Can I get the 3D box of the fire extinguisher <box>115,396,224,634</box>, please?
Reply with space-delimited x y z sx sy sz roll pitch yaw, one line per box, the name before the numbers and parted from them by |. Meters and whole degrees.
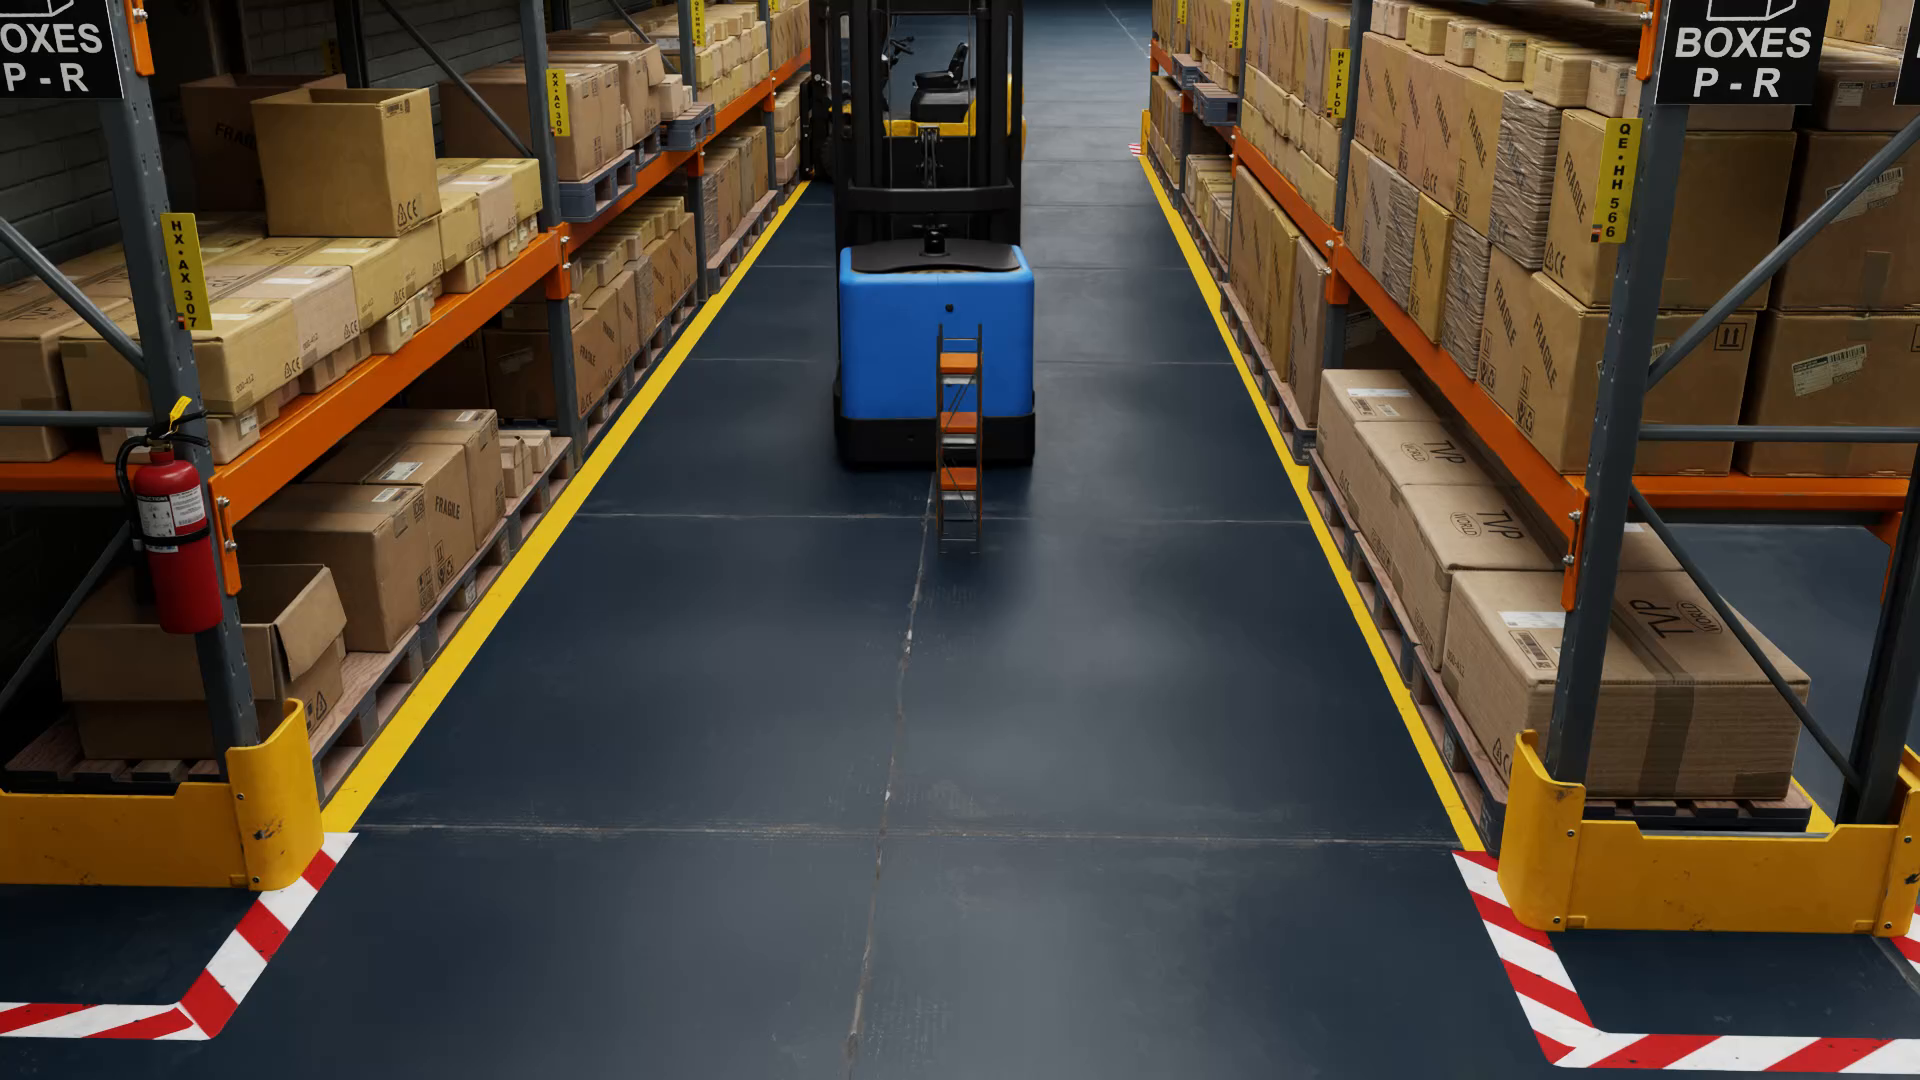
fire extinguisher | -2.222 -0.073 4.692 0.296 0.674 0.183 1 21 2

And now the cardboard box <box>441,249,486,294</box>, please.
cardboard box | -2.300 -1.176 7.261 0.380 0.149 0.250 0 21 1

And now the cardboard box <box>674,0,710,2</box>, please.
cardboard box | -2.607 -5.286 16.060 0.380 0.149 0.250 1 21 2

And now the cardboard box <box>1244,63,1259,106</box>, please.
cardboard box | 2.263 -3.163 11.550 0.500 0.250 0.500 0 21 1

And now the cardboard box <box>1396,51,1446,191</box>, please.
cardboard box | 2.098 -1.710 6.768 0.500 0.500 0.500 1 21 3

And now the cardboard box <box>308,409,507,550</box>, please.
cardboard box | -2.470 -0.275 7.467 0.700 0.500 0.500 0 21 0

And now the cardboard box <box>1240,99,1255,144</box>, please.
cardboard box | 2.259 -2.936 11.657 0.500 0.250 0.500 0 21 1

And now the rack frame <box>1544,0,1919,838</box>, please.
rack frame | 2.282 -0.288 4.624 1.000 3.000 0.127 1 21 2

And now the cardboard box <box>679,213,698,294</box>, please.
cardboard box | -2.234 -2.109 12.192 0.500 0.500 0.500 1 21 3

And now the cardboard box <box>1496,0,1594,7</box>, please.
cardboard box | 2.712 -2.434 7.739 0.380 0.149 0.250 0 21 1

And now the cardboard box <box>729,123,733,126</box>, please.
cardboard box | -2.493 -4.240 16.648 0.500 0.250 0.500 1 21 3

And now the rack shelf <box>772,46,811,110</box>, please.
rack shelf | -2.254 -5.067 17.937 1.077 0.370 4.000 1 21 2

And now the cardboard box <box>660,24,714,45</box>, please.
cardboard box | -2.148 -3.979 13.102 0.380 0.149 0.250 1 21 2

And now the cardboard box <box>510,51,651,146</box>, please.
cardboard box | -2.280 -2.673 10.053 0.700 0.500 0.500 1 21 1

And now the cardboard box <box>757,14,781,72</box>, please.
cardboard box | -2.040 -4.884 16.331 0.500 0.500 0.500 0 21 0

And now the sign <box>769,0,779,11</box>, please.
sign | -1.772 -5.180 15.742 0.100 0.325 0.005 1 21 2

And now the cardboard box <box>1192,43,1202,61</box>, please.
cardboard box | 2.298 -4.419 15.037 0.380 0.149 0.250 1 21 3

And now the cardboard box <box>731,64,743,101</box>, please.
cardboard box | -2.132 -3.877 14.081 0.500 0.250 0.500 1 21 3

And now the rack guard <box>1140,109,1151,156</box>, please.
rack guard | 2.766 -4.880 19.915 1.175 0.500 0.348 1 21 2

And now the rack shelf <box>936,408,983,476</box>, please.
rack shelf | -0.002 -0.460 7.793 0.215 0.259 0.240 1 21 2

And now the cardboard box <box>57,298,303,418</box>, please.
cardboard box | -2.397 -0.571 5.149 0.500 0.250 0.500 1 21 2

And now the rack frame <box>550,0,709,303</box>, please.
rack frame | -2.436 -3.233 12.216 1.000 3.000 0.127 1 21 2

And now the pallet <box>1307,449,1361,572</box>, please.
pallet | 2.302 -0.160 8.149 1.003 0.211 1.213 1 21 2

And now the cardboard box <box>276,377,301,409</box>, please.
cardboard box | -2.461 -0.528 5.589 0.380 0.149 0.250 0 21 1

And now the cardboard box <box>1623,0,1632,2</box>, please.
cardboard box | 7.592 -6.094 17.887 0.875 0.550 0.550 1 21 2

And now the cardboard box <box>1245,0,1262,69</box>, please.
cardboard box | 2.266 -3.517 11.427 0.500 0.500 0.500 0 21 0

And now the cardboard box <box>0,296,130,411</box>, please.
cardboard box | -2.931 -0.579 5.170 0.500 0.250 0.500 1 21 3

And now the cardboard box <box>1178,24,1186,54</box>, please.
cardboard box | 2.412 -4.975 16.155 0.500 0.500 0.500 0 21 0

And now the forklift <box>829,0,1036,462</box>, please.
forklift | -0.205 -2.271 9.831 1.130 2.935 3.031 -1 21 -3

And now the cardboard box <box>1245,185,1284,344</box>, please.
cardboard box | 2.390 -1.814 10.915 0.875 0.875 0.875 1 21 2

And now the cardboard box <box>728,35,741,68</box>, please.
cardboard box | -2.138 -4.109 13.990 0.500 0.250 0.500 1 21 2

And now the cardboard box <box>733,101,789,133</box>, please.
cardboard box | -1.986 -4.231 16.626 0.500 0.250 0.500 0 21 1

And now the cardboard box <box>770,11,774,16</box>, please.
cardboard box | -2.036 -5.235 16.339 0.380 0.149 0.250 1 21 3

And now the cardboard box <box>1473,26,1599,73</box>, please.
cardboard box | 2.103 -1.791 6.082 0.380 0.149 0.250 1 21 3

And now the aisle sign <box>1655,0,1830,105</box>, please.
aisle sign | 1.970 -1.477 4.095 0.394 0.787 0.004 1 21 2

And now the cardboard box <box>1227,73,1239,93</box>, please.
cardboard box | 2.236 -3.478 12.612 0.380 0.149 0.250 1 21 2

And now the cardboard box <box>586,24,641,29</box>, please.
cardboard box | -2.726 -3.981 13.107 0.380 0.149 0.250 0 21 1

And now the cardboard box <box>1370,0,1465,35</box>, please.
cardboard box | 2.135 -2.438 7.748 0.380 0.149 0.250 0 21 1

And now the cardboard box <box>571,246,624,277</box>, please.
cardboard box | -2.304 -1.720 10.292 0.380 0.149 0.250 1 21 4

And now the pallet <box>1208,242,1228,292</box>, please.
pallet | 2.550 -2.163 13.311 1.003 0.211 1.213 1 21 2

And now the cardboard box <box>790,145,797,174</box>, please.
cardboard box | -1.969 -3.949 17.280 0.500 0.250 0.500 0 21 0

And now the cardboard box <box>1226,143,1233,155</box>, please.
cardboard box | 2.935 -4.100 16.634 0.500 0.500 0.500 2 21 4

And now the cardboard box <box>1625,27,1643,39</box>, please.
cardboard box | 2.659 -1.788 6.074 0.380 0.149 0.250 0 21 0

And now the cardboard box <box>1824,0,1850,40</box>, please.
cardboard box | 7.542 -4.390 13.677 0.700 0.500 0.500 0 21 1

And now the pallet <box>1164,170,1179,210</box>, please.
pallet | 2.632 -3.570 16.937 1.003 0.211 1.213 1 21 2

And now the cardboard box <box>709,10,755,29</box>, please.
cardboard box | -2.028 -4.625 14.767 0.380 0.149 0.250 0 21 0

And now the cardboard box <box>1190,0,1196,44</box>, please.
cardboard box | 2.331 -4.660 14.762 0.500 0.500 0.500 1 21 2

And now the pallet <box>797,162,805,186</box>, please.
pallet | -2.214 -4.109 18.327 1.003 0.211 1.213 1 21 2

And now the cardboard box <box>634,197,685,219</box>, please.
cardboard box | -2.198 -2.385 12.007 0.380 0.149 0.250 0 21 -1

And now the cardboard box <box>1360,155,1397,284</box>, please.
cardboard box | 2.108 -1.432 7.434 0.500 0.500 0.500 1 21 2

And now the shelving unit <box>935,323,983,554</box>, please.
shelving unit | -0.002 -0.470 7.789 0.215 1.050 0.252 1 21 2
